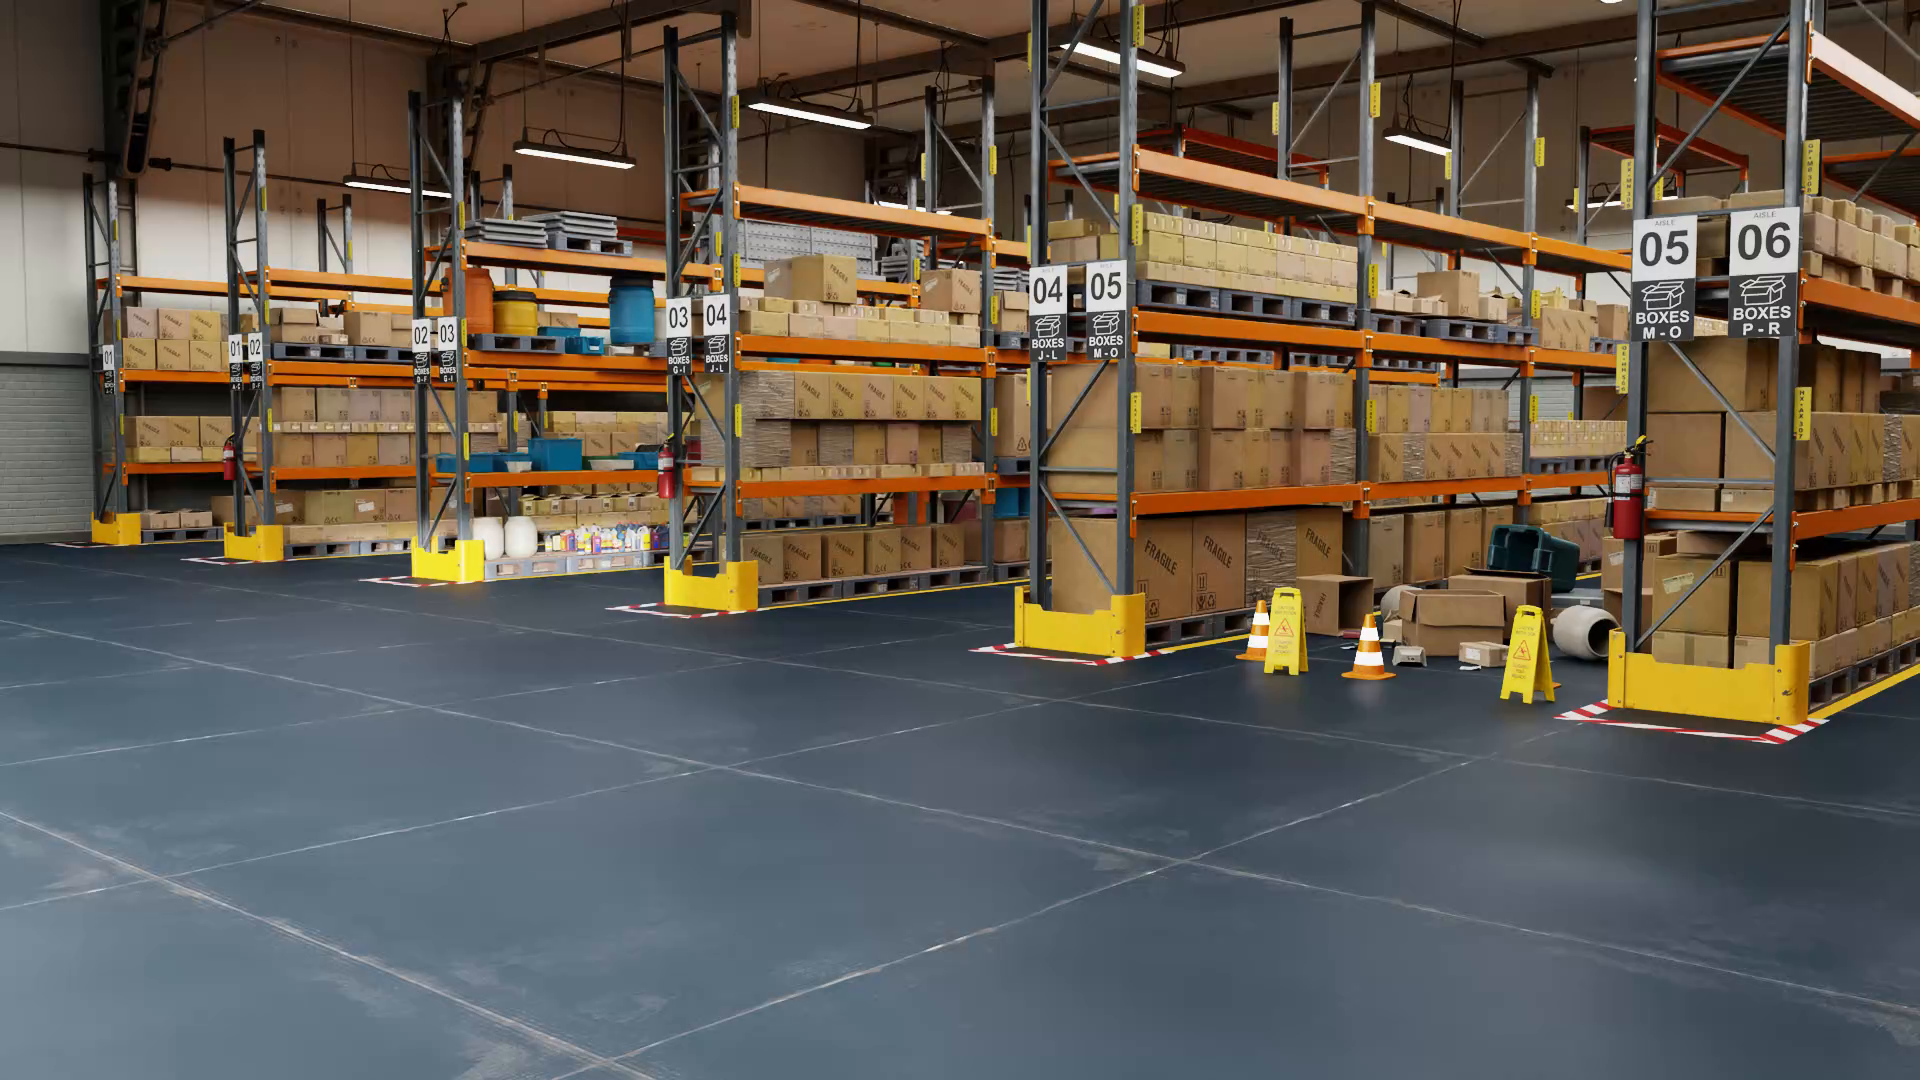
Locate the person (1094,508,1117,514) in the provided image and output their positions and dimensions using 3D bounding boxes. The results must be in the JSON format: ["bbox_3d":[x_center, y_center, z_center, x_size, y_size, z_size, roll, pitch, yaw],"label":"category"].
[{"bbox_3d":[1.537,-0.062,16.786,0.373,1.588,0.518,3,5,40],"label":"person"}]
